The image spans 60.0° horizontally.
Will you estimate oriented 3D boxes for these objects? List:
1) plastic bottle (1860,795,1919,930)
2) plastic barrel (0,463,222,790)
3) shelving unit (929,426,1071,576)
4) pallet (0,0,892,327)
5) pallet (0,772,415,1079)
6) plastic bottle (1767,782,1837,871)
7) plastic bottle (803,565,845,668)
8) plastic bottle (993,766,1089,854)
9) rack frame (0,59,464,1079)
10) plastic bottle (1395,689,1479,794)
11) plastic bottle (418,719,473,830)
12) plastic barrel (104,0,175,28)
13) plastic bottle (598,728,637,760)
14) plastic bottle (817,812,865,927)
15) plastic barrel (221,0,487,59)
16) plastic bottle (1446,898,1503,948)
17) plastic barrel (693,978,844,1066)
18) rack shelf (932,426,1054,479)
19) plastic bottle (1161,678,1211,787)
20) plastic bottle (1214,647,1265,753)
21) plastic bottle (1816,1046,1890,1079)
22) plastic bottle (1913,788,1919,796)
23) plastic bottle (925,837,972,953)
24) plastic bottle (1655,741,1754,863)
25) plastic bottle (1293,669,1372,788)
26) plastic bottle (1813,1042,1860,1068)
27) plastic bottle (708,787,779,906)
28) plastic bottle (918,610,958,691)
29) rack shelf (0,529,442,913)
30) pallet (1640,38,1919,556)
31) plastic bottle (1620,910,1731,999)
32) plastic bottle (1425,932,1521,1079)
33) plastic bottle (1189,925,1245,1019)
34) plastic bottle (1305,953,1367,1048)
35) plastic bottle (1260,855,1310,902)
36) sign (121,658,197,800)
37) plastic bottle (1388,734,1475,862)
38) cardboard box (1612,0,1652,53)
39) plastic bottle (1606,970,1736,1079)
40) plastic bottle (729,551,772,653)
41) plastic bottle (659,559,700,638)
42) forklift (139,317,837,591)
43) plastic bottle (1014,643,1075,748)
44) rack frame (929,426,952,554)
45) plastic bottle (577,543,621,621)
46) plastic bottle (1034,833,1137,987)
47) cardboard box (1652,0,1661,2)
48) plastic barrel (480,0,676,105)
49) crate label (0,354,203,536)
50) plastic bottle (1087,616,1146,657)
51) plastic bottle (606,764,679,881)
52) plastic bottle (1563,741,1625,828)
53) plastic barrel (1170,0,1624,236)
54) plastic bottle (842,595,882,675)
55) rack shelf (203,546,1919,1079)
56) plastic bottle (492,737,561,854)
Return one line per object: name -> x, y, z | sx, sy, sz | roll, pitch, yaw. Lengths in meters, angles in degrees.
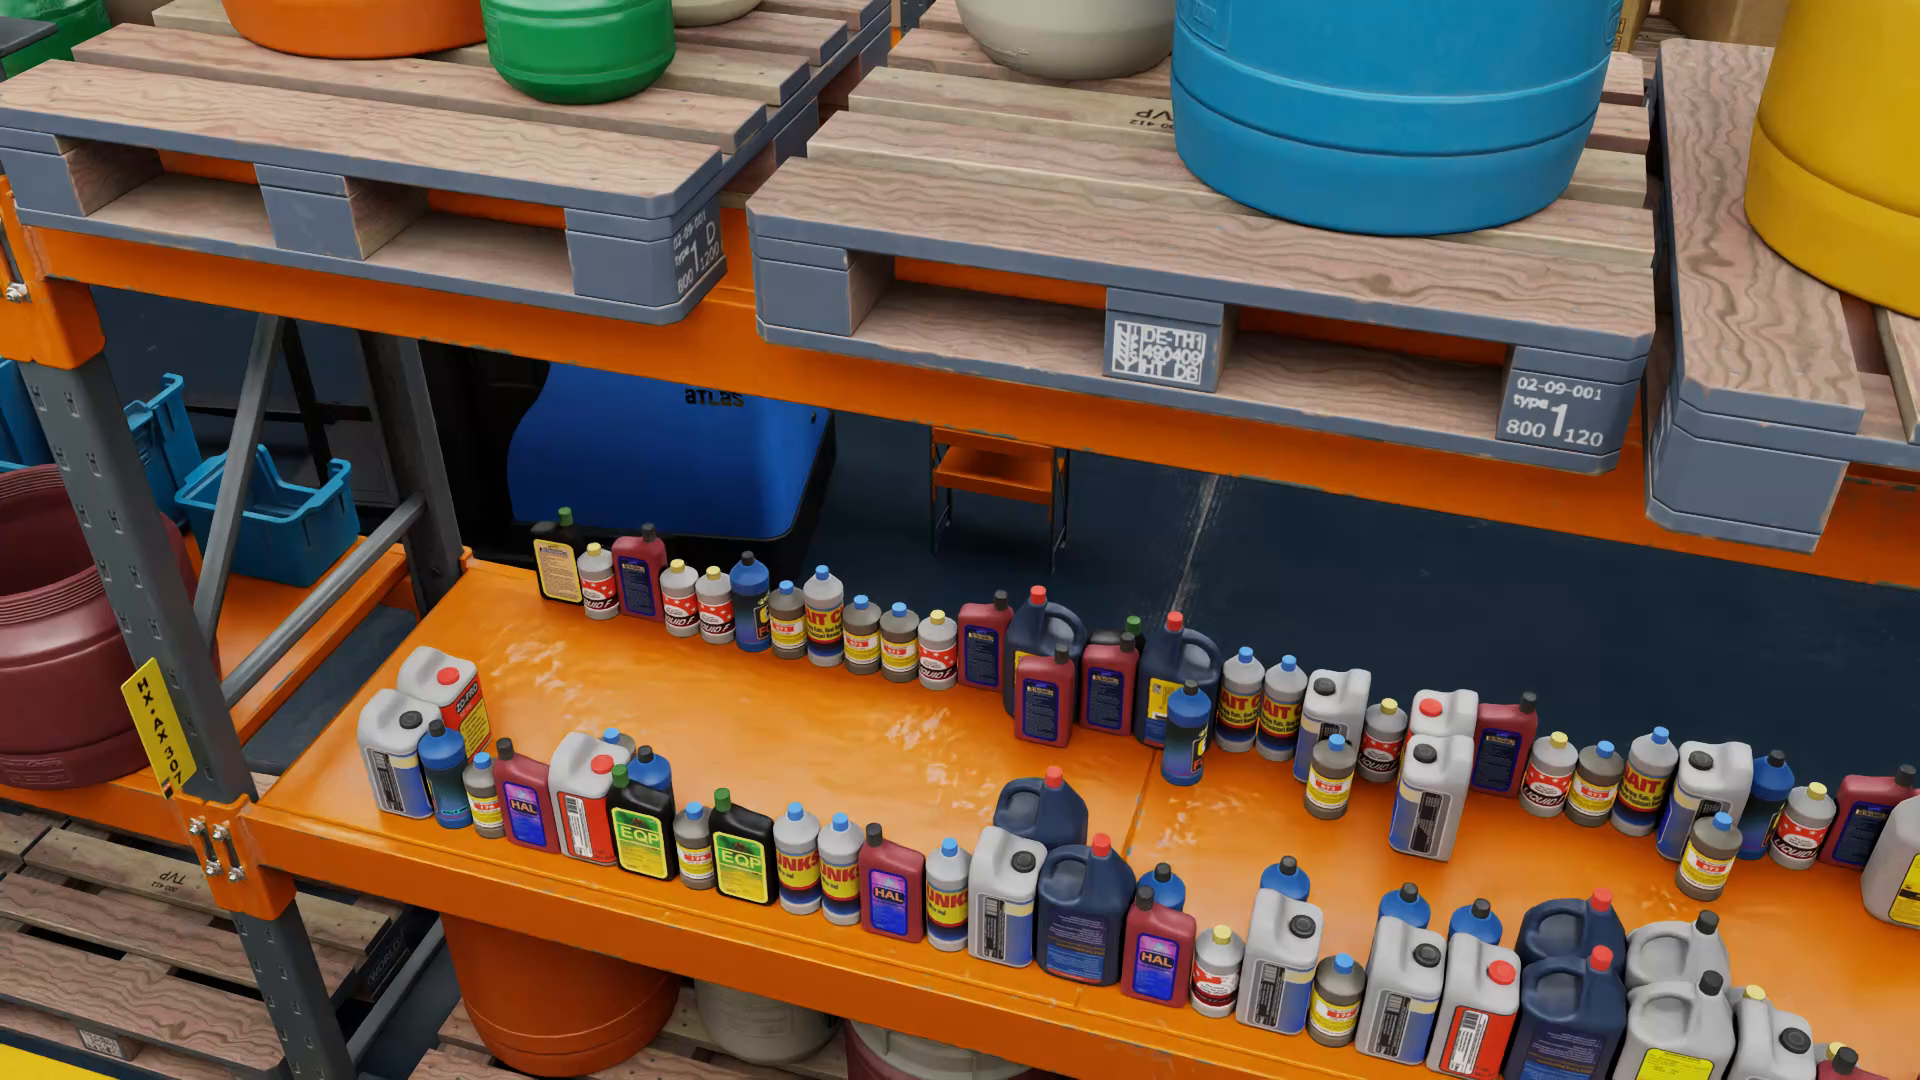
plastic bottle -> 1.998, 0.631, 3.404 | 0.185, 0.351, 0.144 | 10, 38, 14
plastic barrel -> -2.076, 0.191, 3.845 | 0.708, 0.536, 0.600 | 10, 38, 14
shelving unit -> 0.158, -0.454, 6.355 | 0.503, 1.200, 0.258 | 10, 38, 14
pallet -> -0.841, -0.785, 2.915 | 1.213, 0.211, 1.003 | 10, 38, 14
pallet -> -2.270, 1.121, 5.049 | 1.213, 0.211, 1.003 | 10, 38, 14
plastic bottle -> 1.810, 0.604, 3.567 | 0.097, 0.201, 0.097 | 0, 36, 0
plastic bottle -> -0.332, 0.179, 4.085 | 0.097, 0.271, 0.097 | 0, 36, 0
plastic bottle -> 0.166, 0.602, 3.444 | 0.185, 0.351, 0.144 | 10, 38, 14
rack frame -> -1.542, 0.157, 4.007 | 0.127, 3.000, 1.000 | 10, 38, 14
plastic bottle -> 1.064, 0.453, 3.709 | 0.135, 0.276, 0.152 | 10, 38, 14
plastic bottle -> -1.123, 0.504, 3.643 | 0.097, 0.271, 0.097 | 0, 36, 0
plastic barrel -> -1.747, -1.325, 3.394 | 0.421, 0.512, 0.421 | 0, 36, 0
plastic bottle -> -0.765, 0.504, 3.702 | 0.097, 0.201, 0.097 | 0, 36, 0
plastic bottle -> -0.241, 0.667, 3.422 | 0.097, 0.271, 0.097 | 0, 36, 0
plastic barrel -> -1.001, -1.291, 2.727 | 0.708, 0.830, 0.600 | 10, 38, 14
plastic bottle -> 0.993, 0.801, 3.240 | 0.097, 0.271, 0.097 | 0, 36, 0
plastic barrel -> -0.505, 1.116, 4.448 | 0.421, 0.512, 0.421 | 0, 36, 0
rack shelf -> 0.158, -0.400, 6.394 | 0.480, 0.148, 0.258 | 10, 38, 14
plastic bottle -> 0.511, 0.425, 3.751 | 0.097, 0.271, 0.097 | 0, 36, 0
plastic bottle -> 0.647, 0.360, 3.839 | 0.097, 0.271, 0.097 | 0, 36, 0
plastic bottle -> 1.569, 1.009, 2.947 | 0.133, 0.283, 0.061 | 10, 38, 14
plastic bottle -> 2.053, 0.604, 3.497 | 0.133, 0.283, 0.061 | 10, 38, 14
plastic bottle -> -0.021, 0.708, 3.366 | 0.097, 0.271, 0.097 | 0, 36, 0
plastic bottle -> 1.598, 0.552, 3.575 | 0.135, 0.276, 0.152 | 10, 38, 14
plastic bottle -> 0.842, 0.412, 3.765 | 0.135, 0.276, 0.152 | 10, 38, 14
plastic bottle -> 1.575, 0.994, 3.037 | 0.097, 0.201, 0.097 | 0, 36, 0
plastic bottle -> -0.449, 0.635, 3.455 | 0.133, 0.283, 0.061 | 10, 38, 14
plastic bottle -> -0.054, 0.259, 4.036 | 0.097, 0.201, 0.097 | 0, 36, 0
rack shelf -> -3.451, 0.093, 4.700 | 4.000, 0.370, 1.077 | 10, 38, 14
pallet -> 1.498, -0.352, 2.326 | 1.003, 0.211, 1.213 | 10, 38, 14
plastic bottle -> 1.344, 0.825, 3.141 | 0.185, 0.351, 0.144 | 10, 38, 14
plastic bottle -> 0.973, 0.873, 3.138 | 0.135, 0.276, 0.152 | 10, 38, 14
plastic bottle -> 0.504, 0.833, 3.255 | 0.097, 0.201, 0.097 | 0, 36, 0
plastic bottle -> 0.726, 0.874, 3.199 | 0.097, 0.201, 0.097 | 0, 36, 0
plastic bottle -> 0.643, 0.736, 3.328 | 0.097, 0.271, 0.097 | 0, 36, 0
sign -> -1.700, 0.403, 3.534 | 0.005, 0.325, 0.100 | 10, 38, 14
plastic bottle -> 1.018, 0.539, 3.592 | 0.135, 0.276, 0.152 | 10, 38, 14
cardboard box -> 2.696, -2.444, 7.101 | 0.500, 0.500, 0.700 | 16, 39, 21
plastic bottle -> 1.301, 0.906, 3.030 | 0.185, 0.351, 0.144 | 10, 38, 14
plastic bottle -> -0.518, 0.145, 4.132 | 0.097, 0.271, 0.097 | 0, 36, 0
plastic bottle -> -0.704, 0.138, 4.199 | 0.097, 0.201, 0.097 | 0, 36, 0
forklift -> -2.082, -1.334, 6.089 | 3.031, 2.935, 1.130 | 4, 37, 5
plastic bottle -> 0.195, 0.350, 3.842 | 0.133, 0.283, 0.061 | 10, 38, 14
rack frame -> -0.075, -0.497, 6.413 | 0.015, 1.200, 0.240 | 10, 38, 14
plastic bottle -> -0.924, 0.098, 4.255 | 0.097, 0.201, 0.097 | 0, 36, 0
plastic bottle -> 0.249, 0.712, 3.294 | 0.185, 0.351, 0.144 | 10, 38, 14
cardboard box -> 4.571, -4.086, 11.231 | 0.750, 0.750, 0.750 | 11, 38, 14
plastic barrel -> -0.599, -0.841, 2.608 | 0.294, 0.245, 0.294 | 0, 36, 0
crate label -> -2.410, -0.186, 4.443 | 0.616, 0.435, 0.502 | 10, 38, 14
plastic bottle -> 0.366, 0.292, 3.921 | 0.133, 0.283, 0.061 | 10, 38, 14
plastic bottle -> -0.670, 0.594, 3.510 | 0.133, 0.283, 0.061 | 10, 38, 14
plastic bottle -> 1.403, 0.528, 3.669 | 0.097, 0.201, 0.097 | 0, 36, 0
plastic barrel -> 0.601, -0.931, 2.176 | 0.708, 0.901, 0.600 | 10, 38, 14
plastic bottle -> -0.239, 0.224, 4.082 | 0.097, 0.201, 0.097 | 0, 36, 0
rack shelf -> 0.367, 0.800, 3.740 | 4.000, 0.370, 1.077 | 10, 38, 14
plastic bottle -> -0.925, 0.547, 3.575 | 0.133, 0.283, 0.061 | 10, 38, 14
